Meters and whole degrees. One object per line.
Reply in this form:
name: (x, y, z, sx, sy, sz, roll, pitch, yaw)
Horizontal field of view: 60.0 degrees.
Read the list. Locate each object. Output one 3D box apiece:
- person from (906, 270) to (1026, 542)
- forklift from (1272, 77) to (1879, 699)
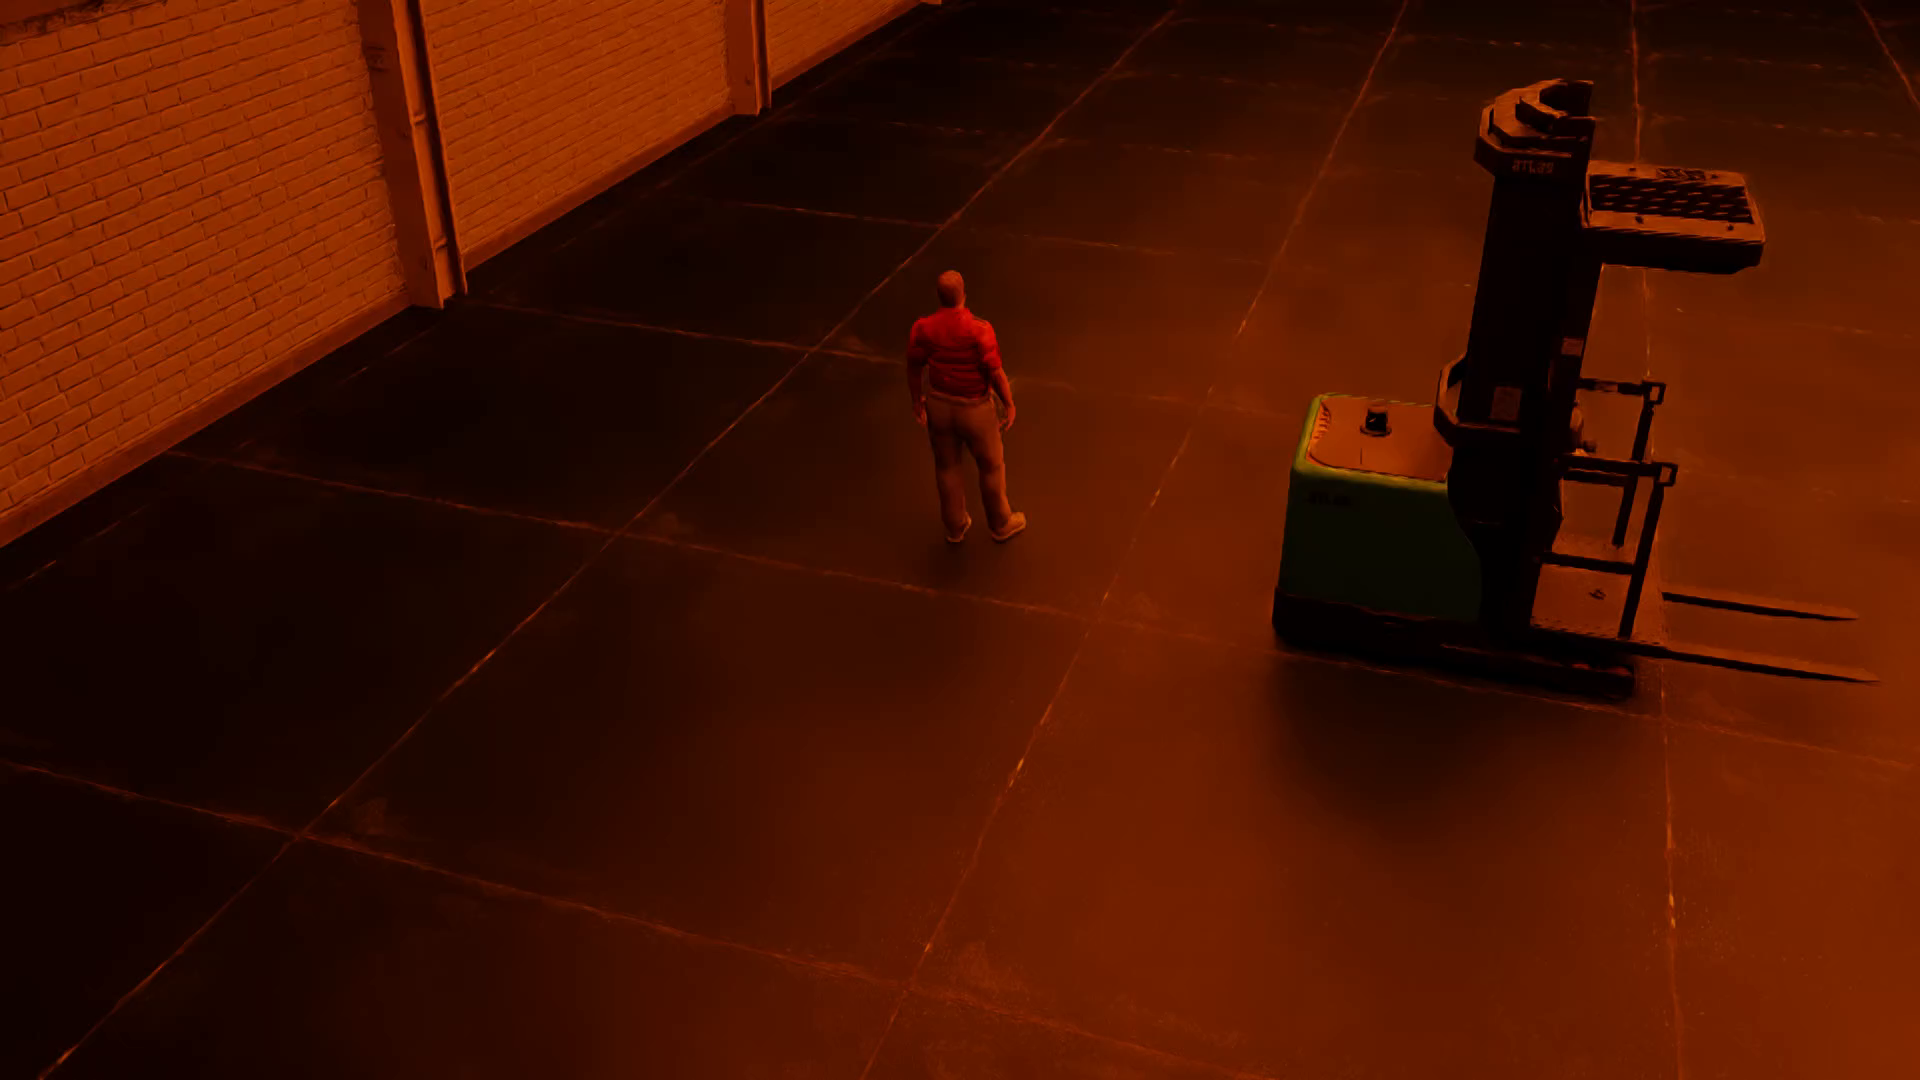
person: (0.040, -0.797, 9.735, 0.640, 1.727, 0.550, 10, 31, 16)
forklift: (3.291, -0.744, 8.441, 3.031, 2.935, 1.130, 9, 31, 15)
